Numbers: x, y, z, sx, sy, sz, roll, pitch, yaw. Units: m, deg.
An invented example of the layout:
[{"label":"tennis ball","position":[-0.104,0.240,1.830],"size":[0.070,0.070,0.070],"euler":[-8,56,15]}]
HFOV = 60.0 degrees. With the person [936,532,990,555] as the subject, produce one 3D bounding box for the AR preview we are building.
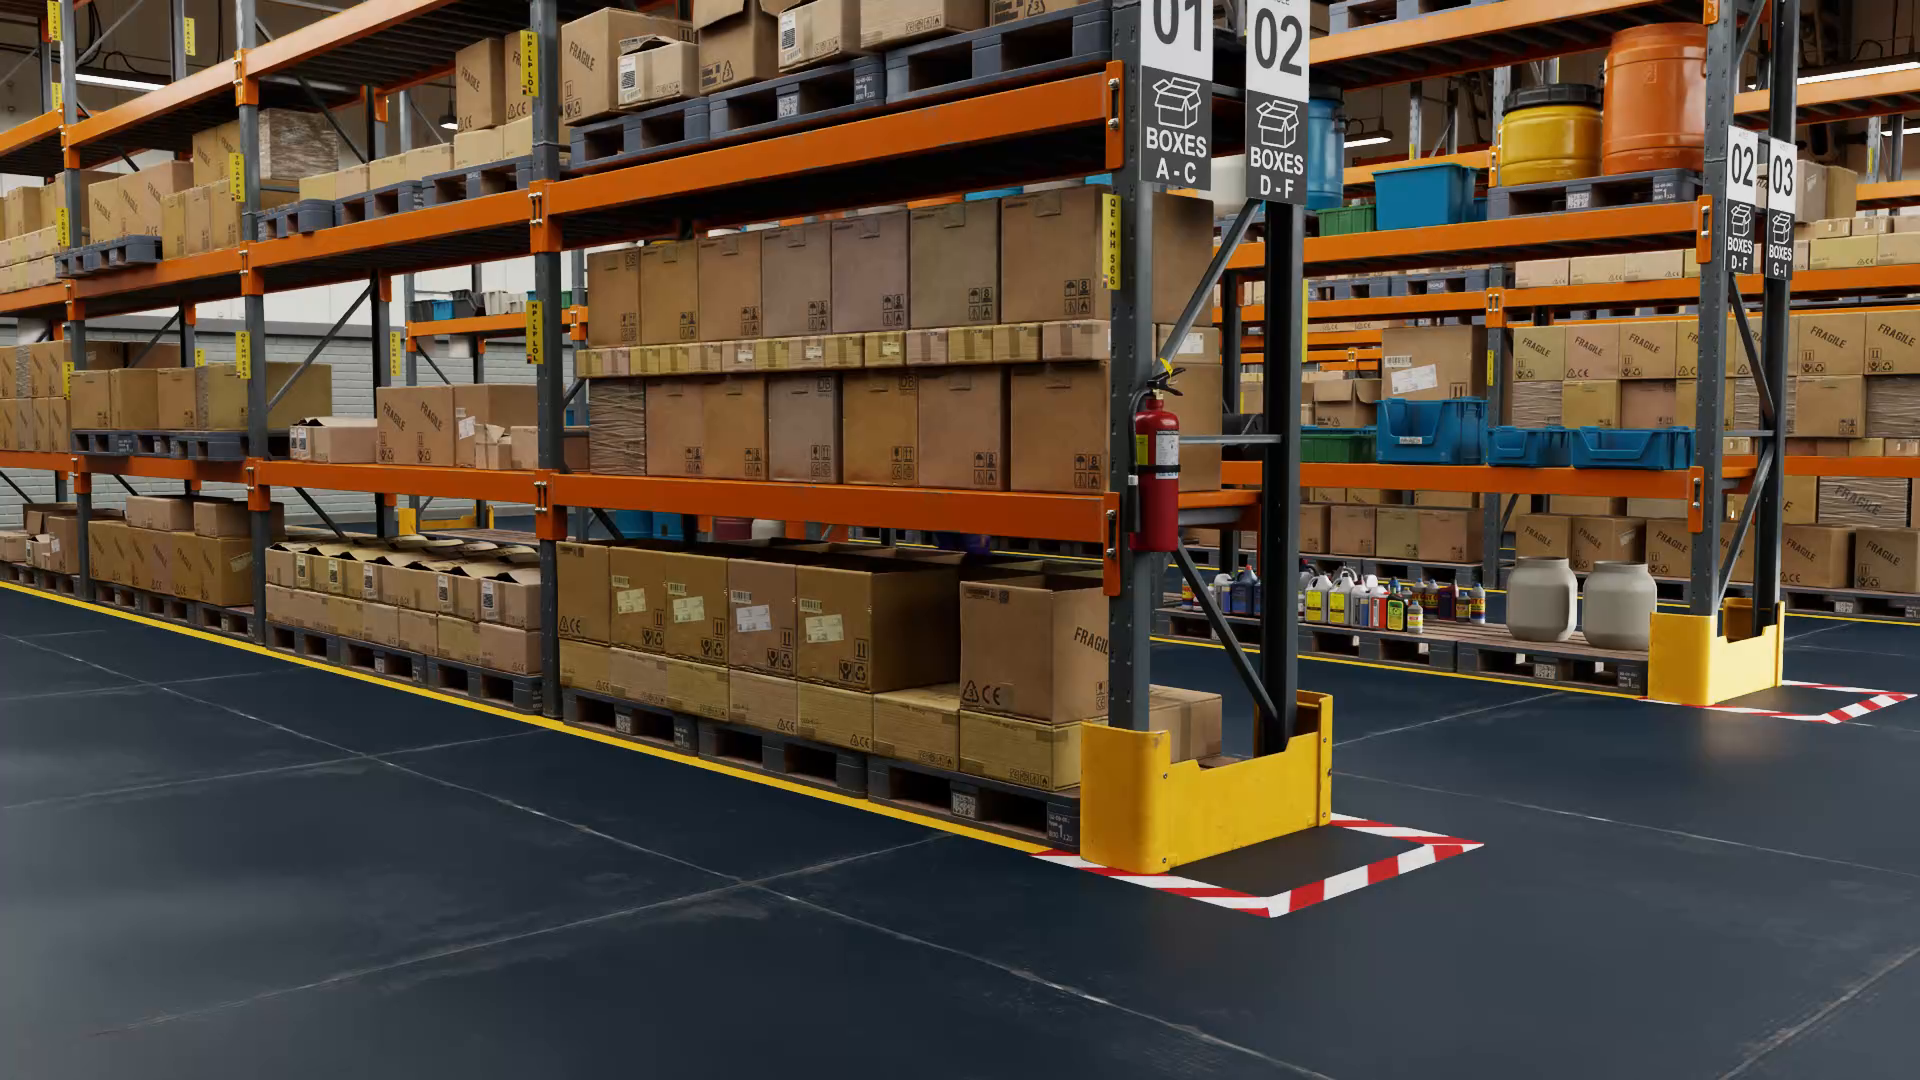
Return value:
[{"label":"person","position":[0.016,-0.088,11.966],"size":[0.342,1.646,0.469],"euler":[-4,5,-43]}]
